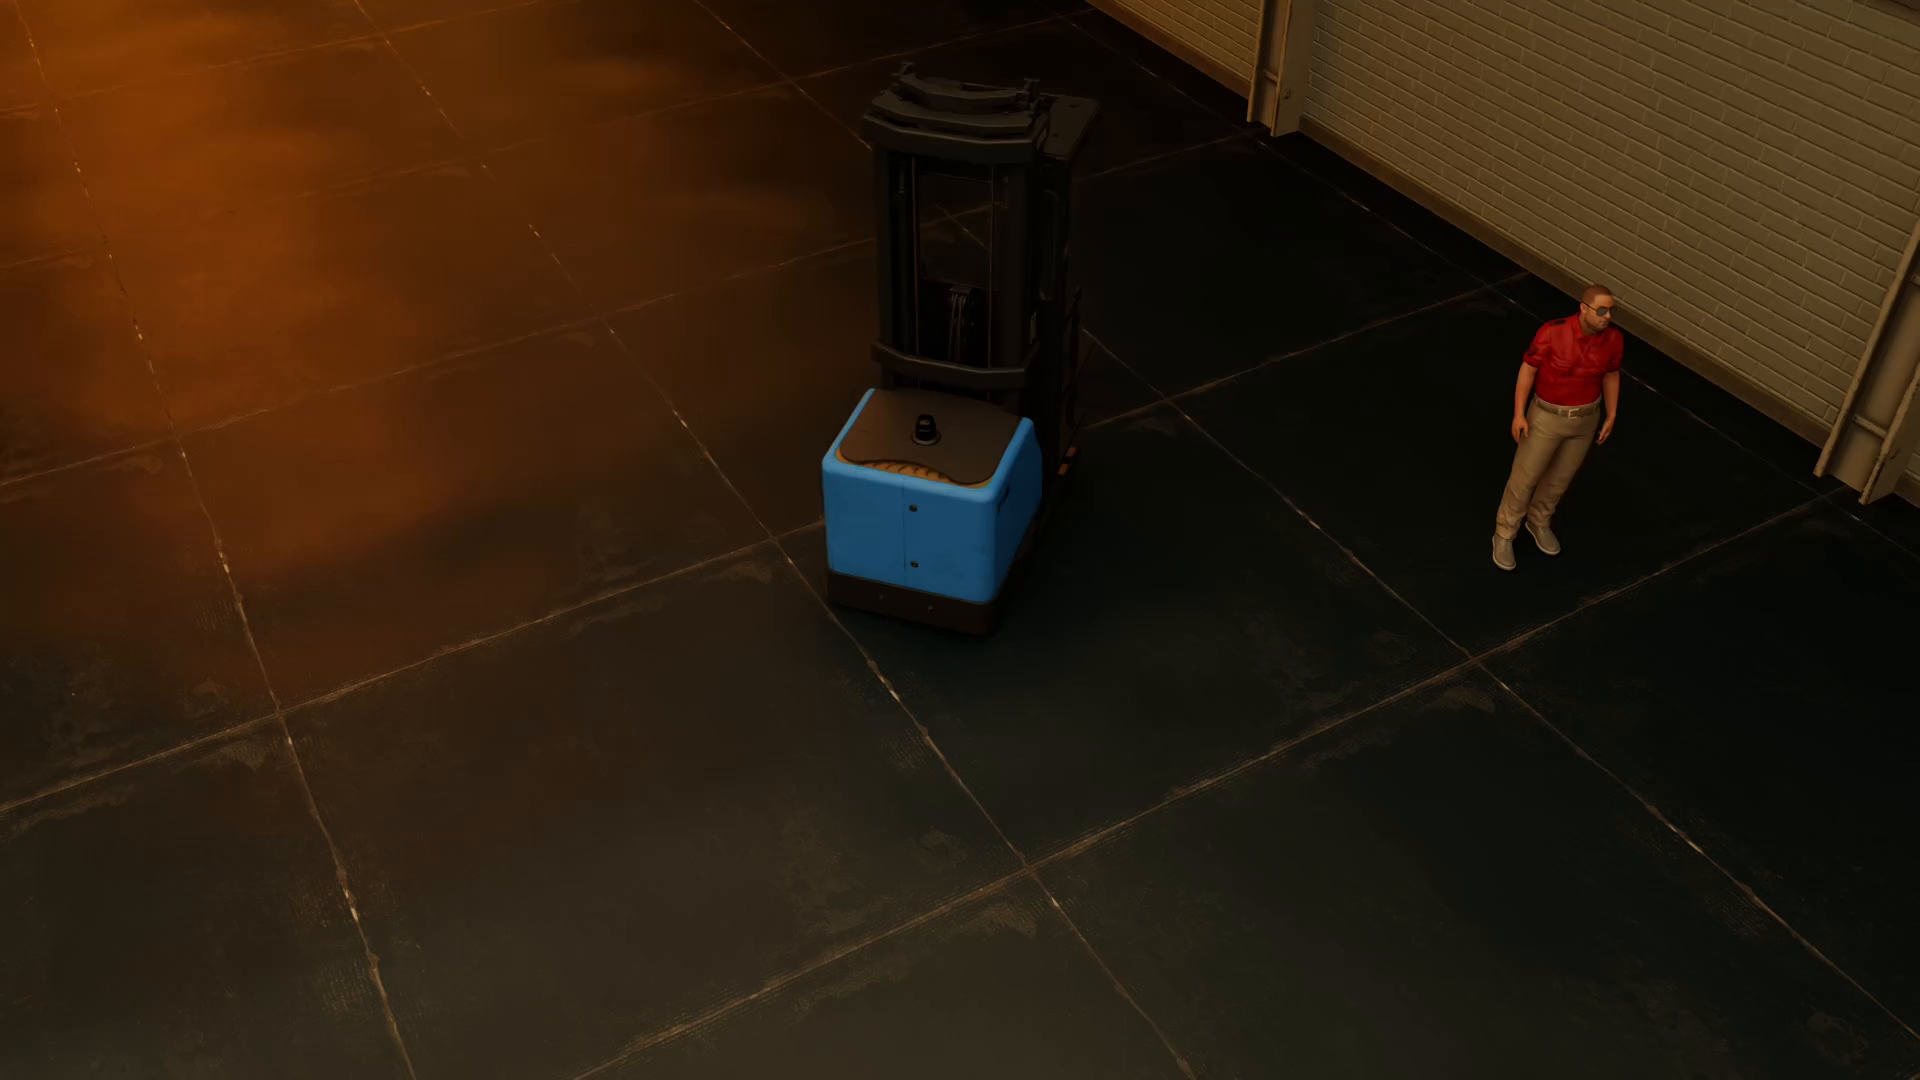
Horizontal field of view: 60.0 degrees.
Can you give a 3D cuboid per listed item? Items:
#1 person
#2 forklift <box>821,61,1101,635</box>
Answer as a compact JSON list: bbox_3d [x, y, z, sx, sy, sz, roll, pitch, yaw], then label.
[{"bbox_3d":[3.560,-0.657,9.760,0.638,1.727,0.553,-3,40,-4],"label":"person"},{"bbox_3d":[0.153,-1.532,9.883,1.130,2.935,3.031,12,41,14],"label":"forklift"}]
